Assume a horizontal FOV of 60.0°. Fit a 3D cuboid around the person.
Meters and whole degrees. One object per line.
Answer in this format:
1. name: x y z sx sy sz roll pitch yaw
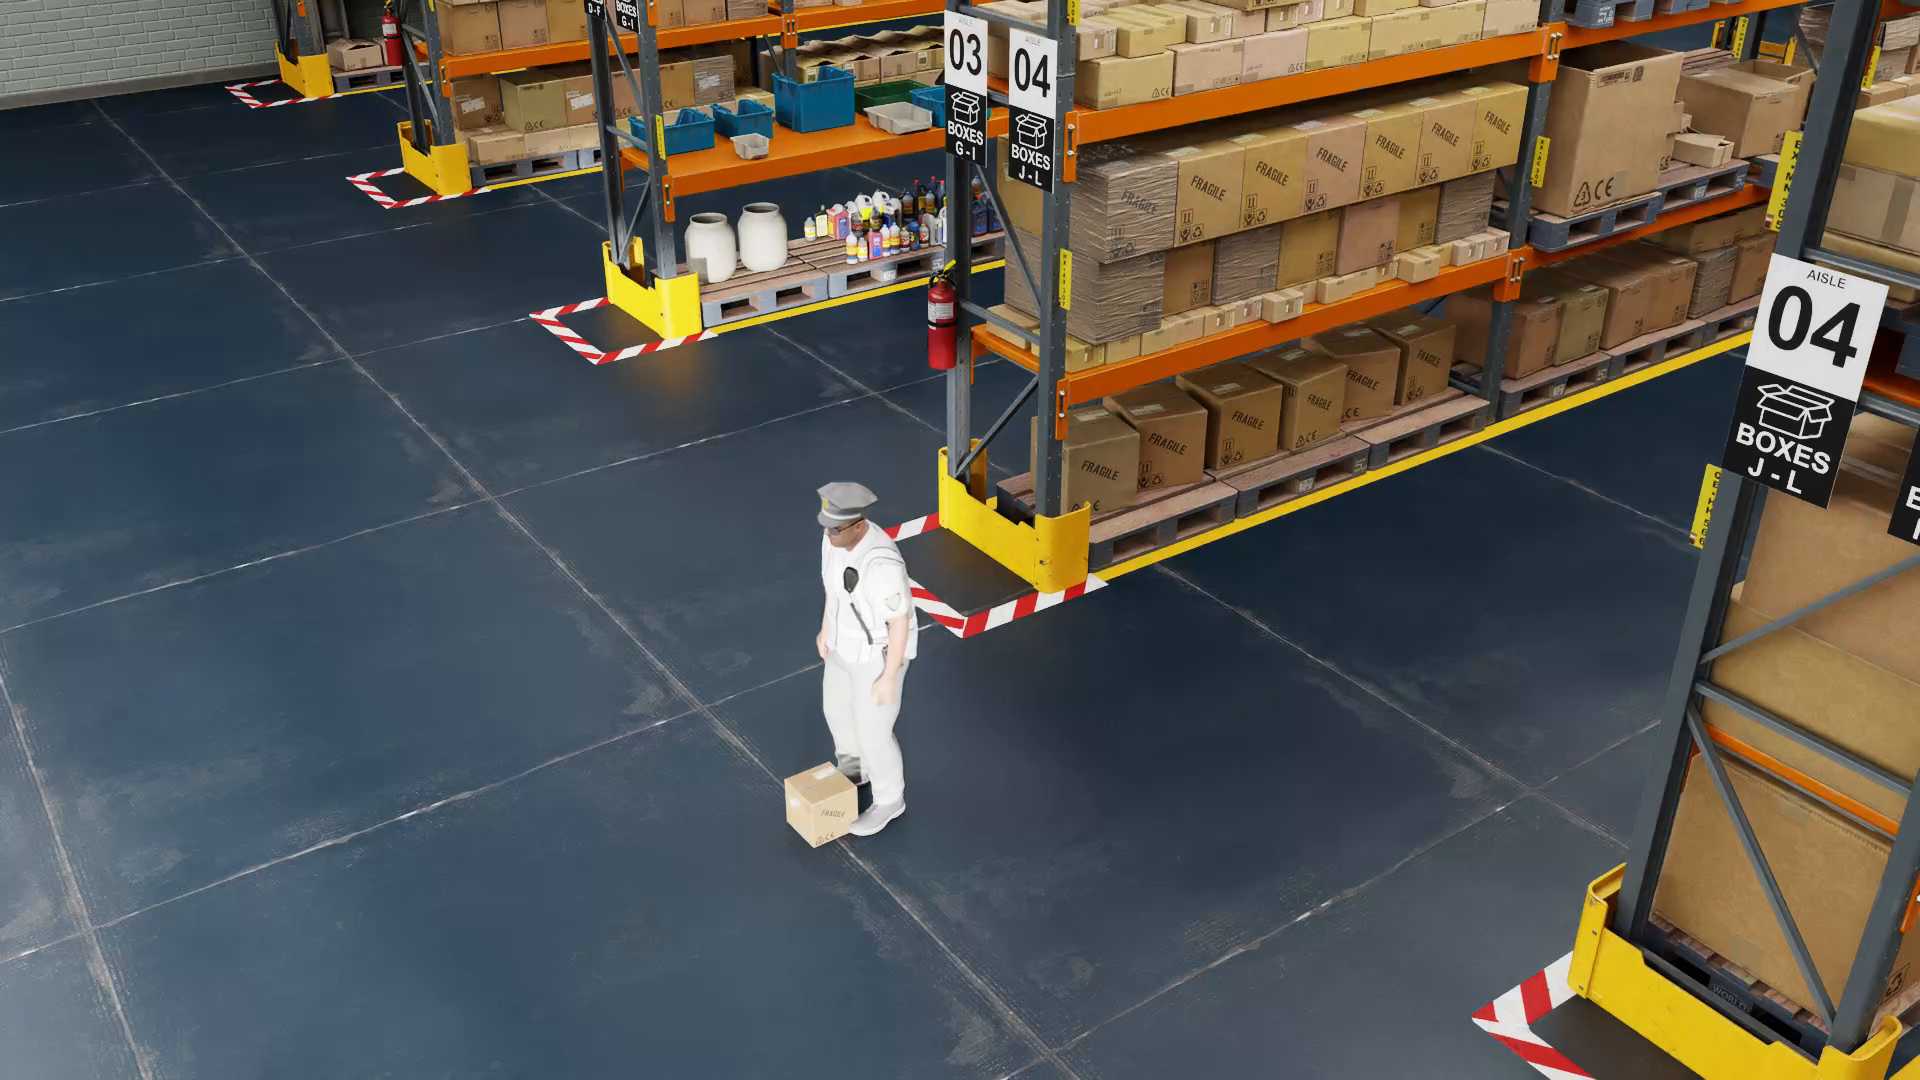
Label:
1. person: -0.438 0.515 7.666 0.433 1.745 0.586 -19 34 -31
